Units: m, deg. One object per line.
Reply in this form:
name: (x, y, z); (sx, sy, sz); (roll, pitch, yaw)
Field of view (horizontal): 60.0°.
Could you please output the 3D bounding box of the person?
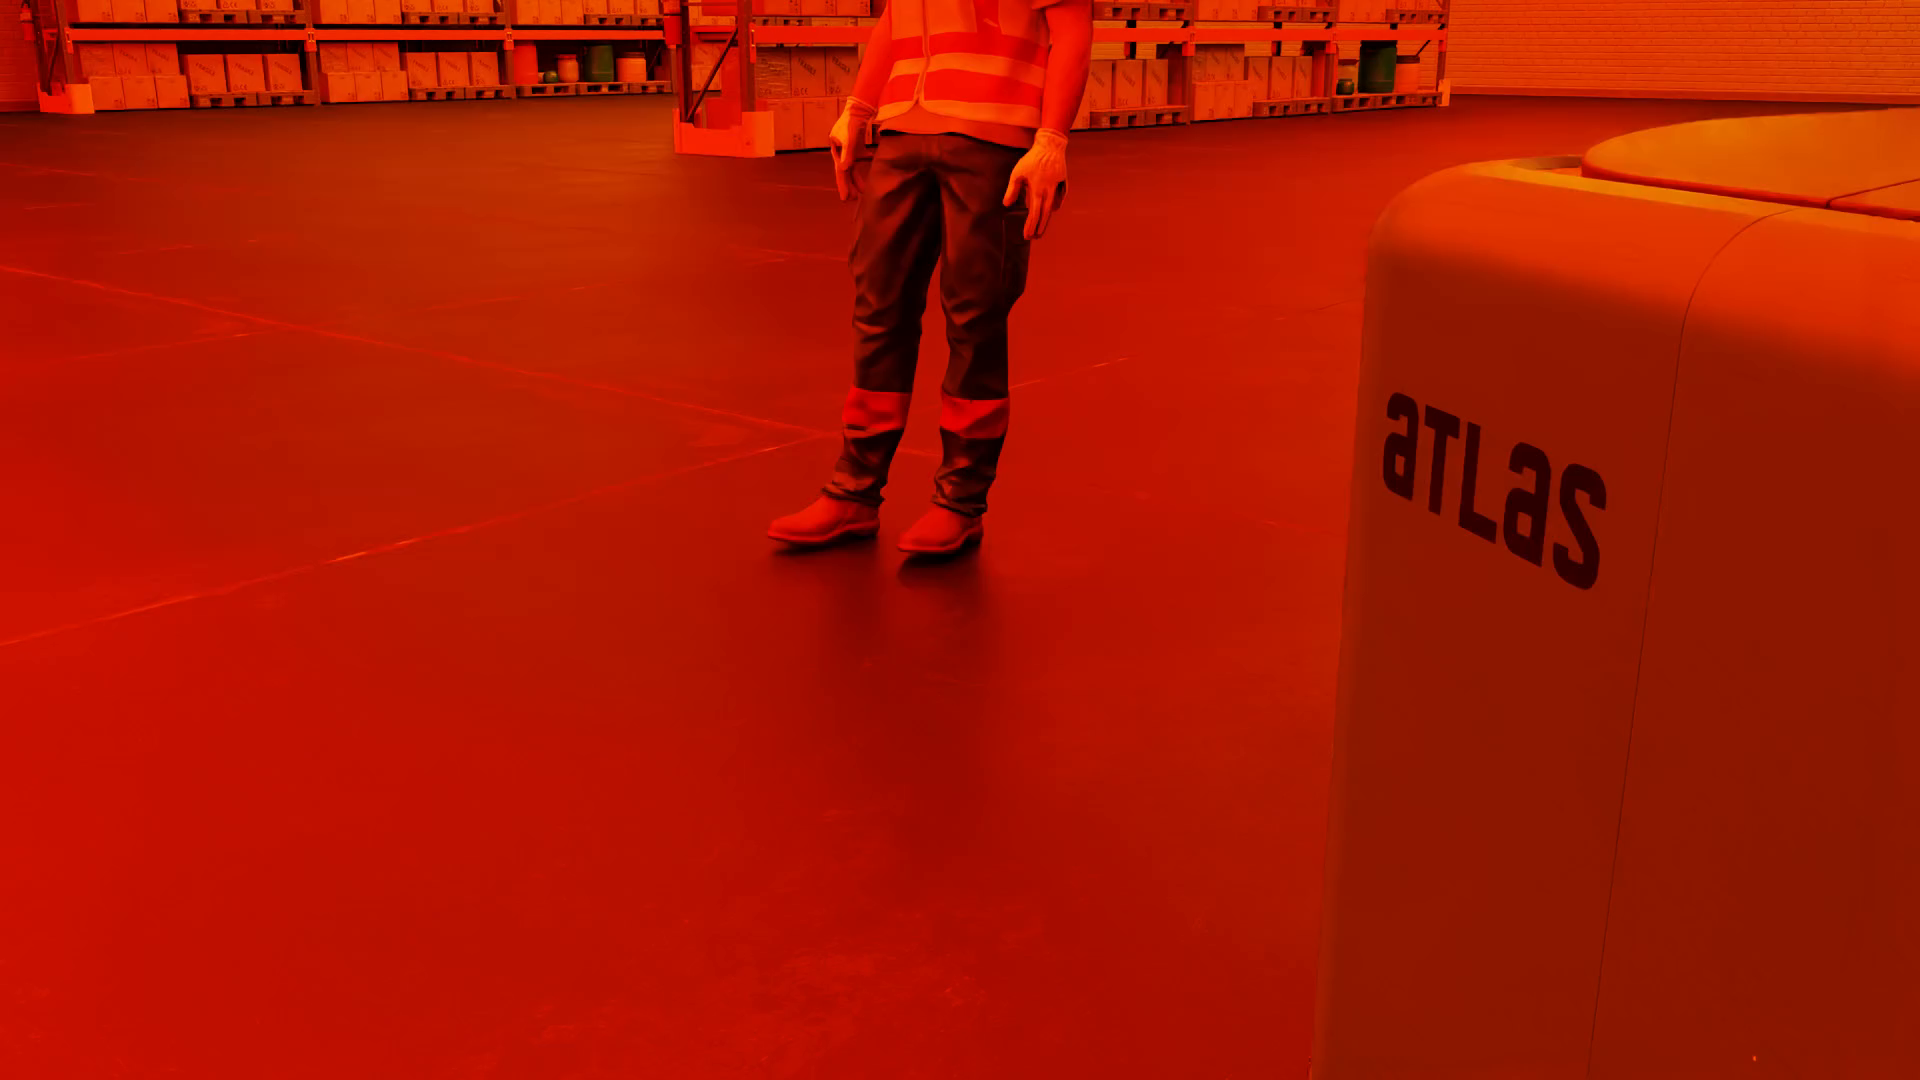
person: (-0.060, -0.847, 3.628); (0.638, 1.787, 0.564); (13, 21, 37)
